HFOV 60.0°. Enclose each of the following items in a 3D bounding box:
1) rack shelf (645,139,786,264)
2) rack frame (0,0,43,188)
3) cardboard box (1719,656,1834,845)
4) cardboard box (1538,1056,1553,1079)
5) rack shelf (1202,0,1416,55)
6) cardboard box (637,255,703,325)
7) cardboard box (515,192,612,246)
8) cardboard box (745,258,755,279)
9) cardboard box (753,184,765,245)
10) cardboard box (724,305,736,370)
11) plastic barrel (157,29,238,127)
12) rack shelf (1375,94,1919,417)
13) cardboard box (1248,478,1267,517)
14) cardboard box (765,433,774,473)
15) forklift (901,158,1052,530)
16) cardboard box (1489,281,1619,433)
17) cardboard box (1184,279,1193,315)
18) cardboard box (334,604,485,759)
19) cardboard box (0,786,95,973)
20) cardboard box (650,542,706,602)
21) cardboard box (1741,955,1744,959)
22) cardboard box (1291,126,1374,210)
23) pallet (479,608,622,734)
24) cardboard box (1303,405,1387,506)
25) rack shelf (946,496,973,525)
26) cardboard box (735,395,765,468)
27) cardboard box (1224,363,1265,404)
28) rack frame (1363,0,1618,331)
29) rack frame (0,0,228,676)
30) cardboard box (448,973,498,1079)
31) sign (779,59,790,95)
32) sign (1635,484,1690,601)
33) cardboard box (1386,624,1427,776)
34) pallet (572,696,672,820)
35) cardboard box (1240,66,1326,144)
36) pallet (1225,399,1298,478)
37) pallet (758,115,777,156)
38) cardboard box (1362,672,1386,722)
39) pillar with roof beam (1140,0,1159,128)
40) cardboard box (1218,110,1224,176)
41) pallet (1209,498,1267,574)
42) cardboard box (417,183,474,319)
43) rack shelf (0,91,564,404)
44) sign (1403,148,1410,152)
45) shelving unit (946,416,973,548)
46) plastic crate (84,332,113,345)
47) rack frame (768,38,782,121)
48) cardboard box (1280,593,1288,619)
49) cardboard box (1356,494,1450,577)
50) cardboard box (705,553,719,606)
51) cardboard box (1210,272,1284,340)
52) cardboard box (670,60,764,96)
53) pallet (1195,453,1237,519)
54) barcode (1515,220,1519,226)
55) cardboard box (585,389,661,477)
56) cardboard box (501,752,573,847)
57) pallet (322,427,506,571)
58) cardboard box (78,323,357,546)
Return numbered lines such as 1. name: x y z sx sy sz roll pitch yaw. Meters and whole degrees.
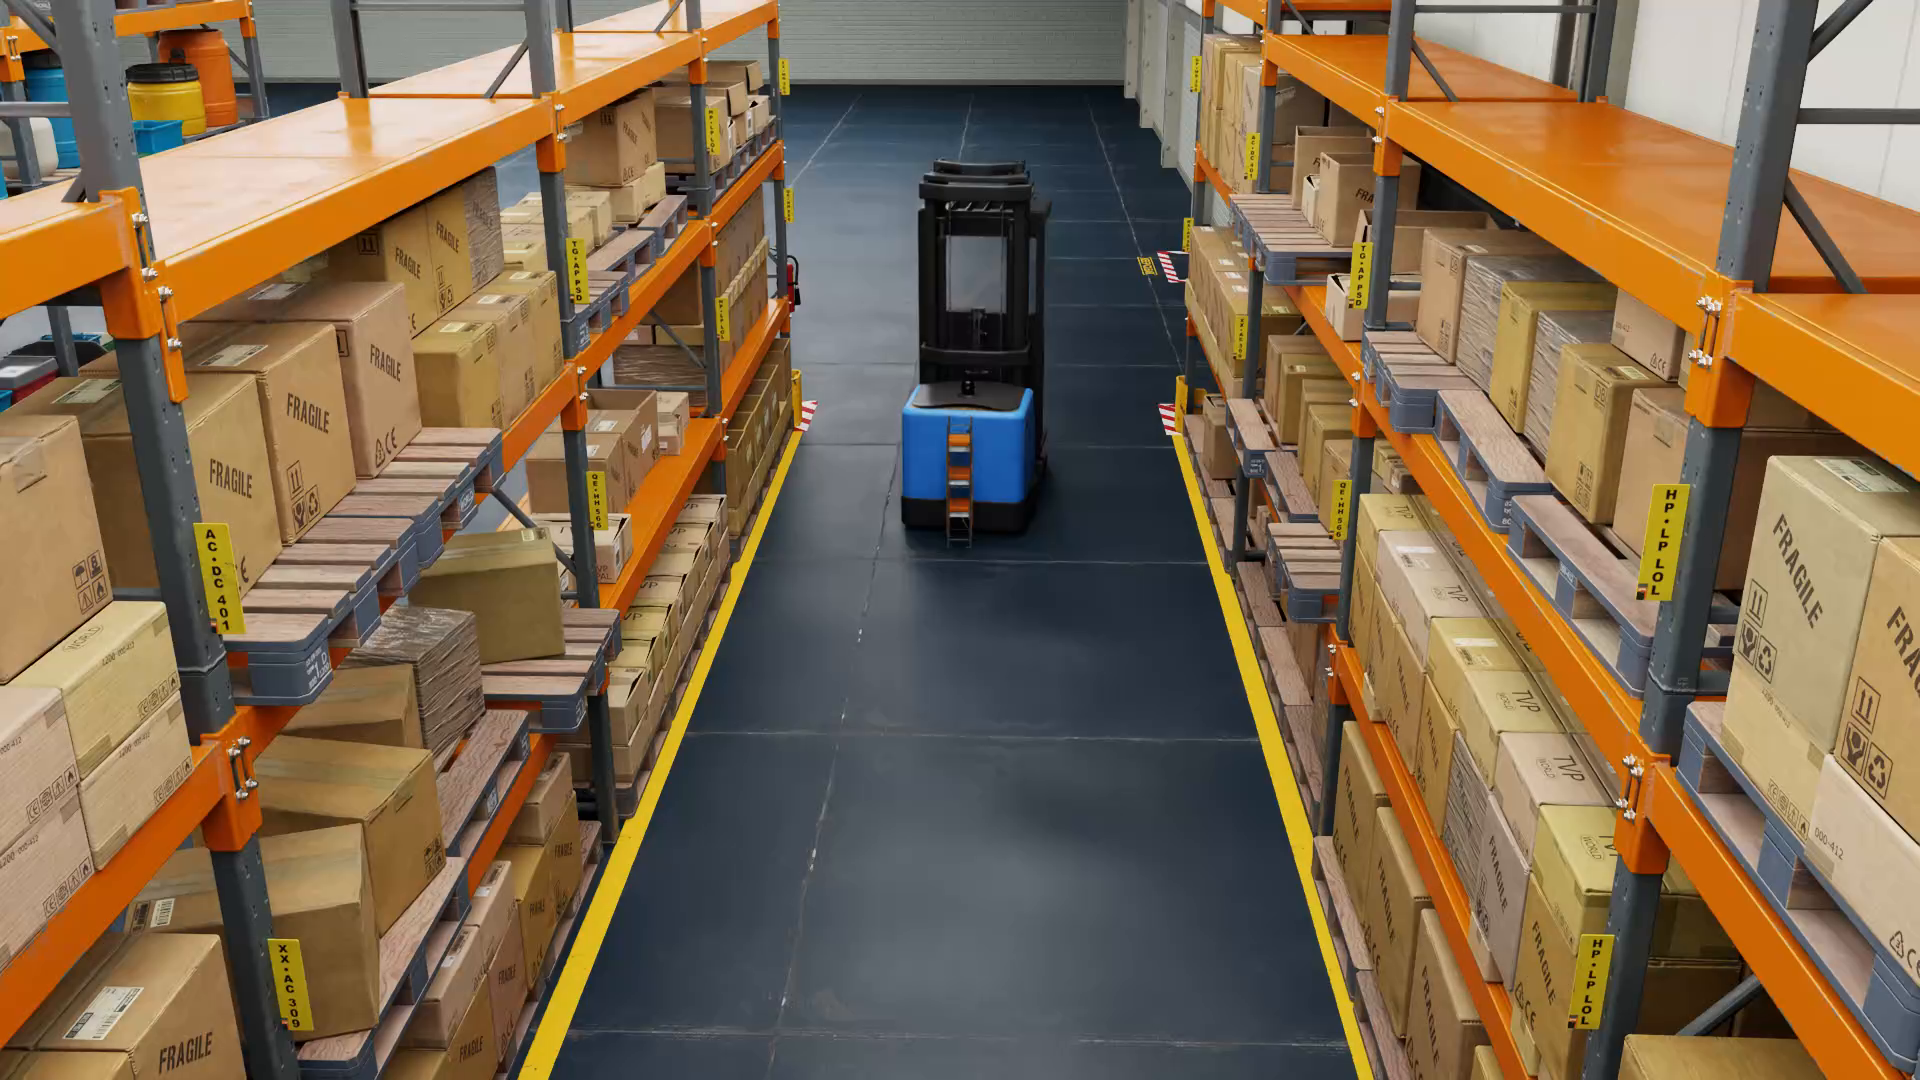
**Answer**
1. rack shelf: -2.261 -2.935 14.087 1.077 0.370 4.000 1 21 2
2. rack frame: -7.272 -4.001 11.695 1.000 3.000 0.127 1 21 2
3. cardboard box: 2.102 0.473 3.798 0.500 0.250 0.500 1 21 1
4. cardboard box: 2.114 1.779 5.409 0.380 0.149 0.250 1 21 2
5. rack shelf: 2.691 -4.279 13.408 1.077 0.370 4.000 1 21 2
6. cardboard box: -2.314 -1.961 12.797 0.700 0.500 0.500 1 21 2
7. cardboard box: -2.441 -1.982 10.265 0.500 0.250 0.500 -1 21 -3
8. cardboard box: -2.053 -2.431 14.905 0.380 0.149 0.250 1 21 3
9. cardboard box: -2.228 -3.059 15.627 0.700 0.500 0.500 1 21 2
10. cardboard box: -2.285 -1.728 13.991 0.700 0.500 0.500 1 21 2
11. plastic barrel: -7.038 -4.268 15.355 0.600 0.830 0.708 1 21 2
12. rack shelf: 2.448 -1.201 6.025 1.077 0.370 4.000 1 21 2
13. cardboard box: 2.622 -0.511 13.840 0.500 0.500 0.500 -1 21 -2
14. cardboard box: -1.954 -0.769 14.879 0.500 0.250 0.500 1 21 2
15. forklift: 0.217 -1.943 14.777 1.130 2.935 3.031 3 21 7
16. cardboard box: 2.558 -0.731 6.667 0.700 0.500 0.500 2 21 4
17. cardboard box: 2.420 -2.308 15.804 0.500 0.250 0.500 0 21 0
18. cardboard box: -2.568 0.613 7.378 0.700 0.500 0.500 5 22 12
19. cardboard box: -2.339 0.775 3.739 0.500 0.250 0.500 1 21 2
20. cardboard box: -2.074 0.194 11.621 0.500 0.311 0.500 1 21 1
21. cardboard box: 2.661 1.089 5.254 0.500 0.250 0.500 1 21 3
22. cardboard box: 2.533 -2.540 11.355 0.500 0.500 0.500 4 22 9
23. pallet: -2.394 0.633 8.310 1.213 0.211 1.003 1 21 2
24. cardboard box: 2.528 -0.522 10.274 0.700 0.500 0.500 1 21 2
25. rack shelf: -0.002 -0.201 13.687 0.215 0.259 0.240 1 21 2
26. cardboard box: -1.964 -0.938 14.277 0.500 0.500 0.500 1 21 2
27. cardboard box: 2.342 -1.210 12.973 0.500 0.250 0.500 1 21 2
28. rack frame: 2.508 -2.446 7.686 1.000 3.000 0.127 1 21 2
29. rack frame: -2.565 -1.053 4.096 1.000 3.000 0.127 1 21 2
30. cardboard box: -2.279 2.158 6.961 0.500 0.500 0.500 1 21 2
31. sign: -1.658 -4.358 15.647 0.100 0.325 0.005 1 21 2
32. sign: 1.844 0.008 4.358 0.100 0.325 0.005 1 21 2
33. cardboard box: 2.196 0.698 7.301 0.500 0.500 0.500 1 21 1
34. pallet: -2.379 1.300 10.179 1.003 0.211 1.213 1 21 2
35. cardboard box: 2.374 -3.200 12.228 0.500 0.500 0.500 -1 21 -3
36. pallet: 2.461 -0.731 11.826 1.003 0.211 1.213 1 21 2
37. pallet: -2.247 -3.697 15.179 1.003 0.211 1.213 1 21 2
38. cardboard box: 2.158 0.761 8.033 0.380 0.149 0.250 1 21 3
39. pillar with roof beam: 0.022 -13.801 36.951 9.100 9.000 0.400 1 21 2
40. cardboard box: 2.433 -3.302 13.874 0.500 0.500 0.500 2 21 5
41. pallet: 2.615 -0.039 13.630 1.003 0.211 1.213 1 21 2
42. cardboard box: -2.478 -1.272 7.285 0.500 0.500 0.500 1 21 2
43. rack shelf: -2.504 -1.254 6.162 1.077 0.370 4.000 1 21 2
44. sign: 3.185 -2.914 11.779 0.100 0.325 0.005 1 21 2
45. shelving unit: -0.002 -0.470 13.583 0.215 1.050 0.252 1 21 2
46. plastic crate: -7.476 -1.671 14.348 0.530 0.136 0.437 1 21 2
47. rack frame: -2.200 -5.392 15.278 1.000 3.000 0.127 1 21 2
48. cardboard box: 2.659 0.318 11.702 0.700 0.500 0.500 0 21 1
49. cardboard box: 2.236 -0.022 8.118 0.500 0.250 0.500 1 21 3
50. cardboard box: -2.061 0.273 12.192 0.500 0.250 0.500 0 21 1
51. cardboard box: 2.371 -1.921 13.770 0.500 0.500 0.500 0 21 0
52. cardboard box: -2.221 -4.095 15.165 0.797 0.503 0.637 2 21 5
53. pallet: 2.650 -0.481 14.770 1.003 0.211 1.213 1 21 2
54. barcode: 3.057 -1.758 9.120 0.001 0.075 0.075 1 21 2
55. cardboard box: -2.377 -0.727 11.412 0.500 0.500 0.500 2 21 6
56. cardboard box: -2.234 1.269 8.215 0.500 0.250 0.500 1 21 4
57. pallet: -2.446 -0.177 6.245 1.213 0.211 1.003 1 21 2
58. cardboard box: -2.478 -0.367 5.617 0.600 0.600 0.600 0 21 1
